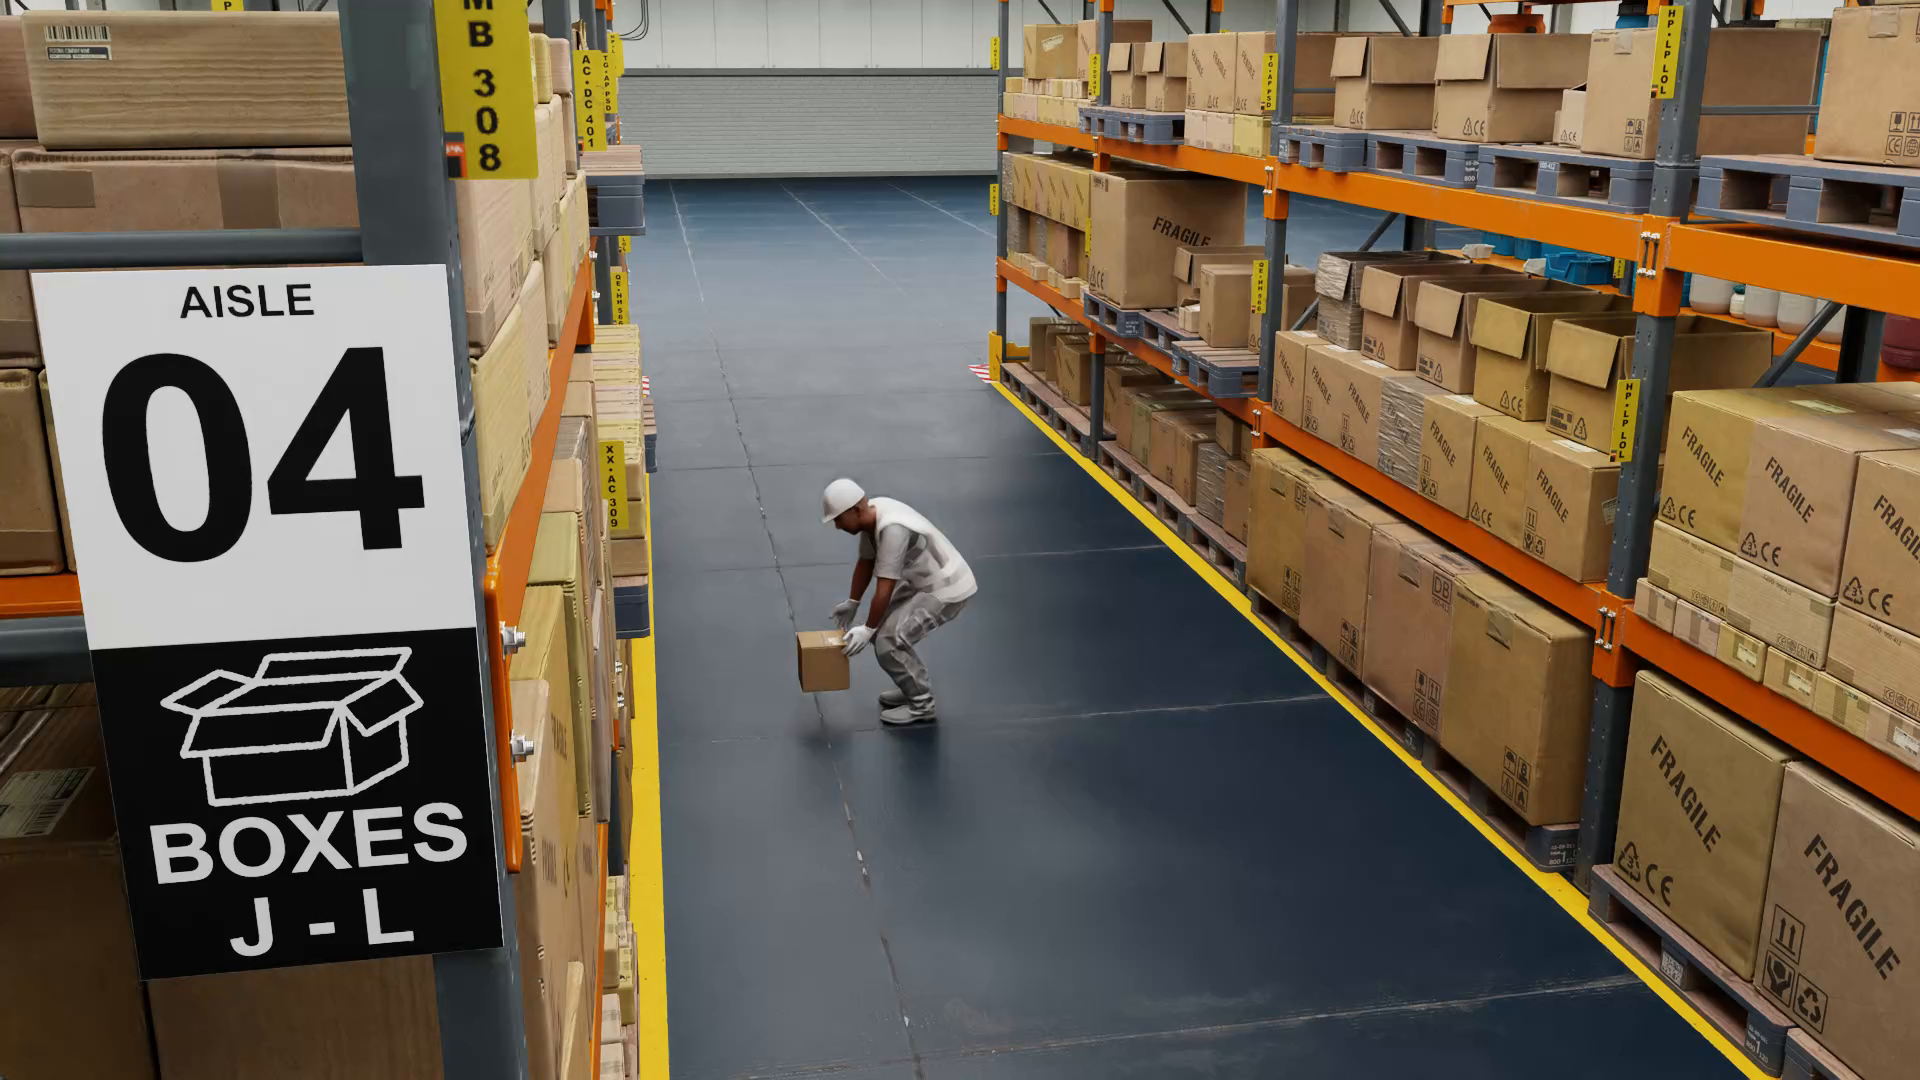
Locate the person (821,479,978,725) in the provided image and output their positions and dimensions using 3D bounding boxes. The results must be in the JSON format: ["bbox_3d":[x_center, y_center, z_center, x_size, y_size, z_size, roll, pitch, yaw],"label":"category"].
[{"bbox_3d":[-0.316,0.308,8.768,0.813,1.322,0.612,-3,16,-10],"label":"person"}]
